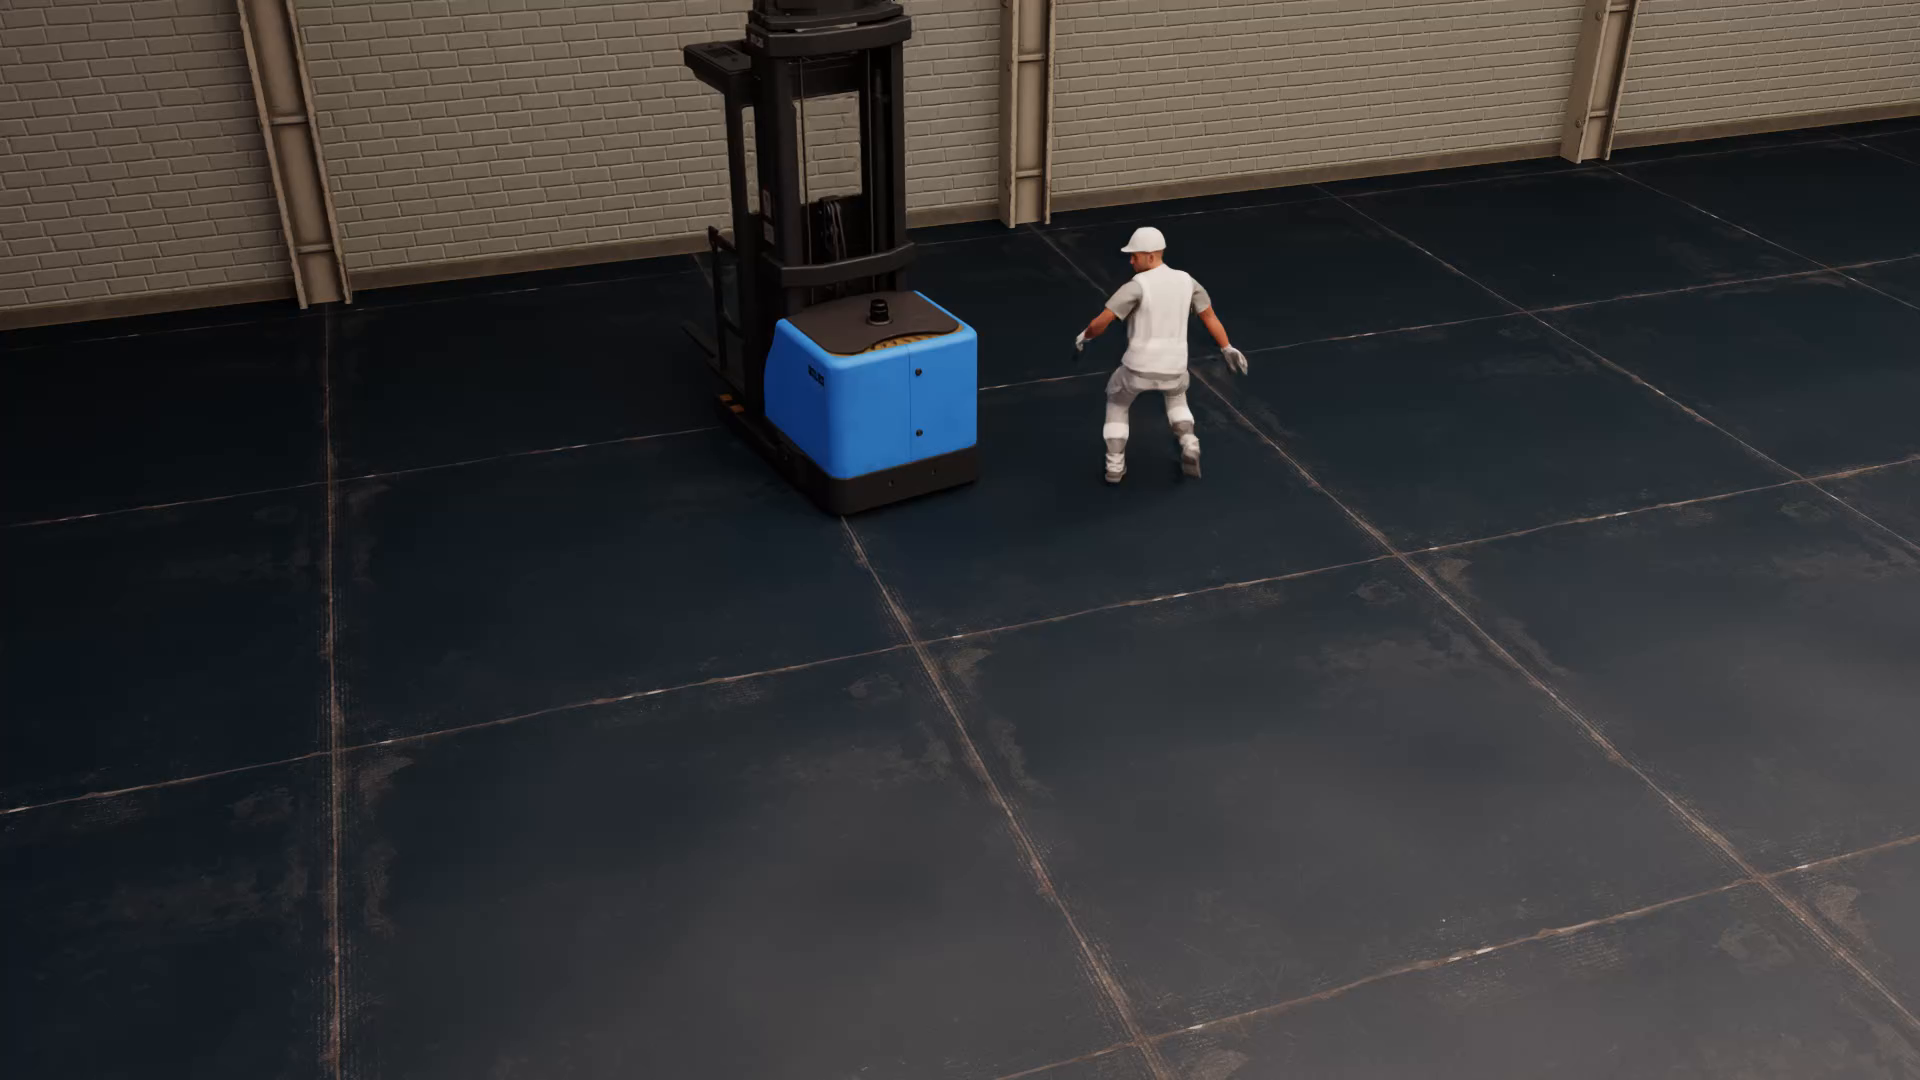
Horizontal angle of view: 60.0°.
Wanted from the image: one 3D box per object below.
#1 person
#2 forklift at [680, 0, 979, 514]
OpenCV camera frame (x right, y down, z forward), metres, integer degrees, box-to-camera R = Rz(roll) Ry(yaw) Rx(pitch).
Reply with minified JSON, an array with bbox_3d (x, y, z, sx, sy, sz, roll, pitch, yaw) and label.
[{"bbox_3d":[1.261,-1.122,10.436,1.027,1.655,0.502,-6,30,-11],"label":"person"},{"bbox_3d":[-1.046,-2.131,10.790,1.130,2.935,3.031,-16,34,-25],"label":"forklift"}]
